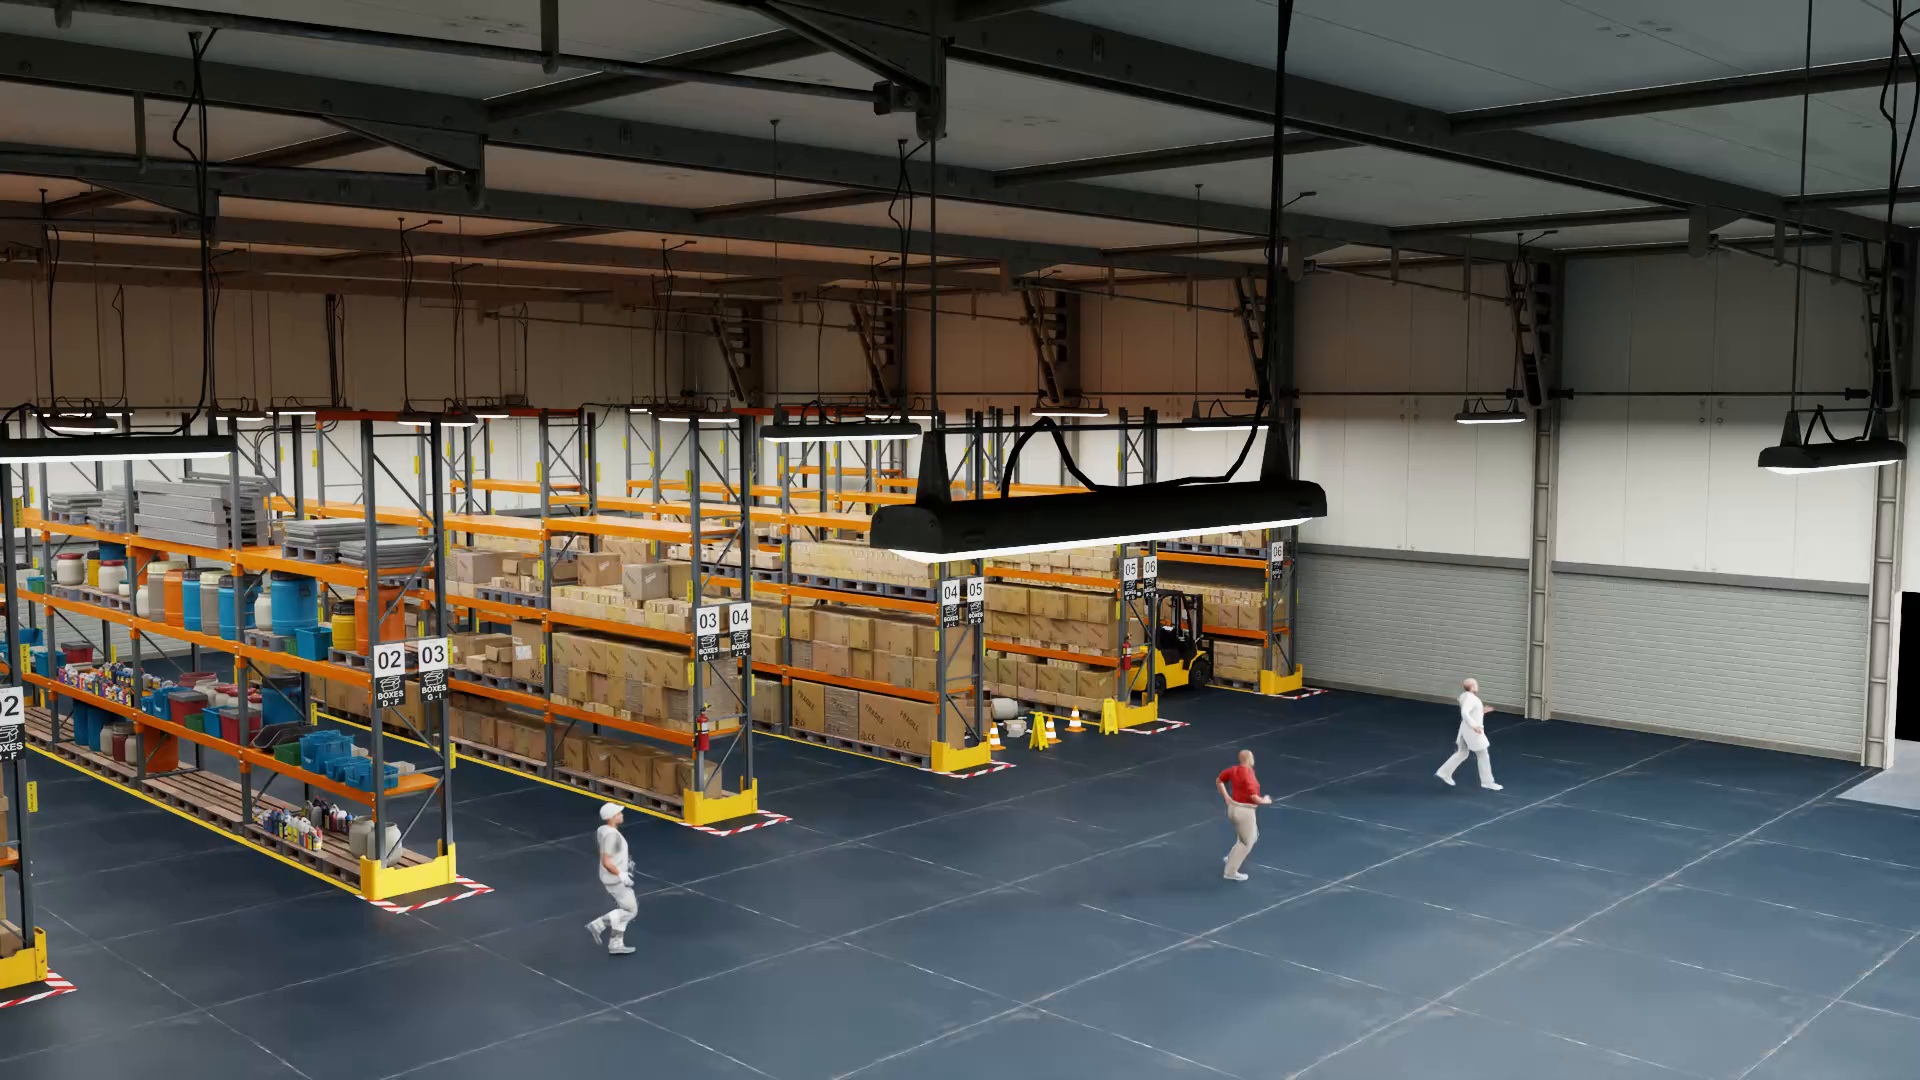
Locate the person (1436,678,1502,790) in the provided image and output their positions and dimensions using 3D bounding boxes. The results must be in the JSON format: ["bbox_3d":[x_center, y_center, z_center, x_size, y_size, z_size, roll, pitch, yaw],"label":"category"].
[{"bbox_3d":[8.107,3.076,26.406,1.053,1.775,0.697,-1,5,-7],"label":"person"}]

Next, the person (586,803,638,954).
[{"bbox_3d":[-3.926,3.812,18.712,0.605,1.743,0.657,-2,5,-22],"label":"person"}]

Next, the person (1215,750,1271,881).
[{"bbox_3d":[3.713,3.574,21.644,0.666,1.727,0.689,-2,5,-19],"label":"person"}]
